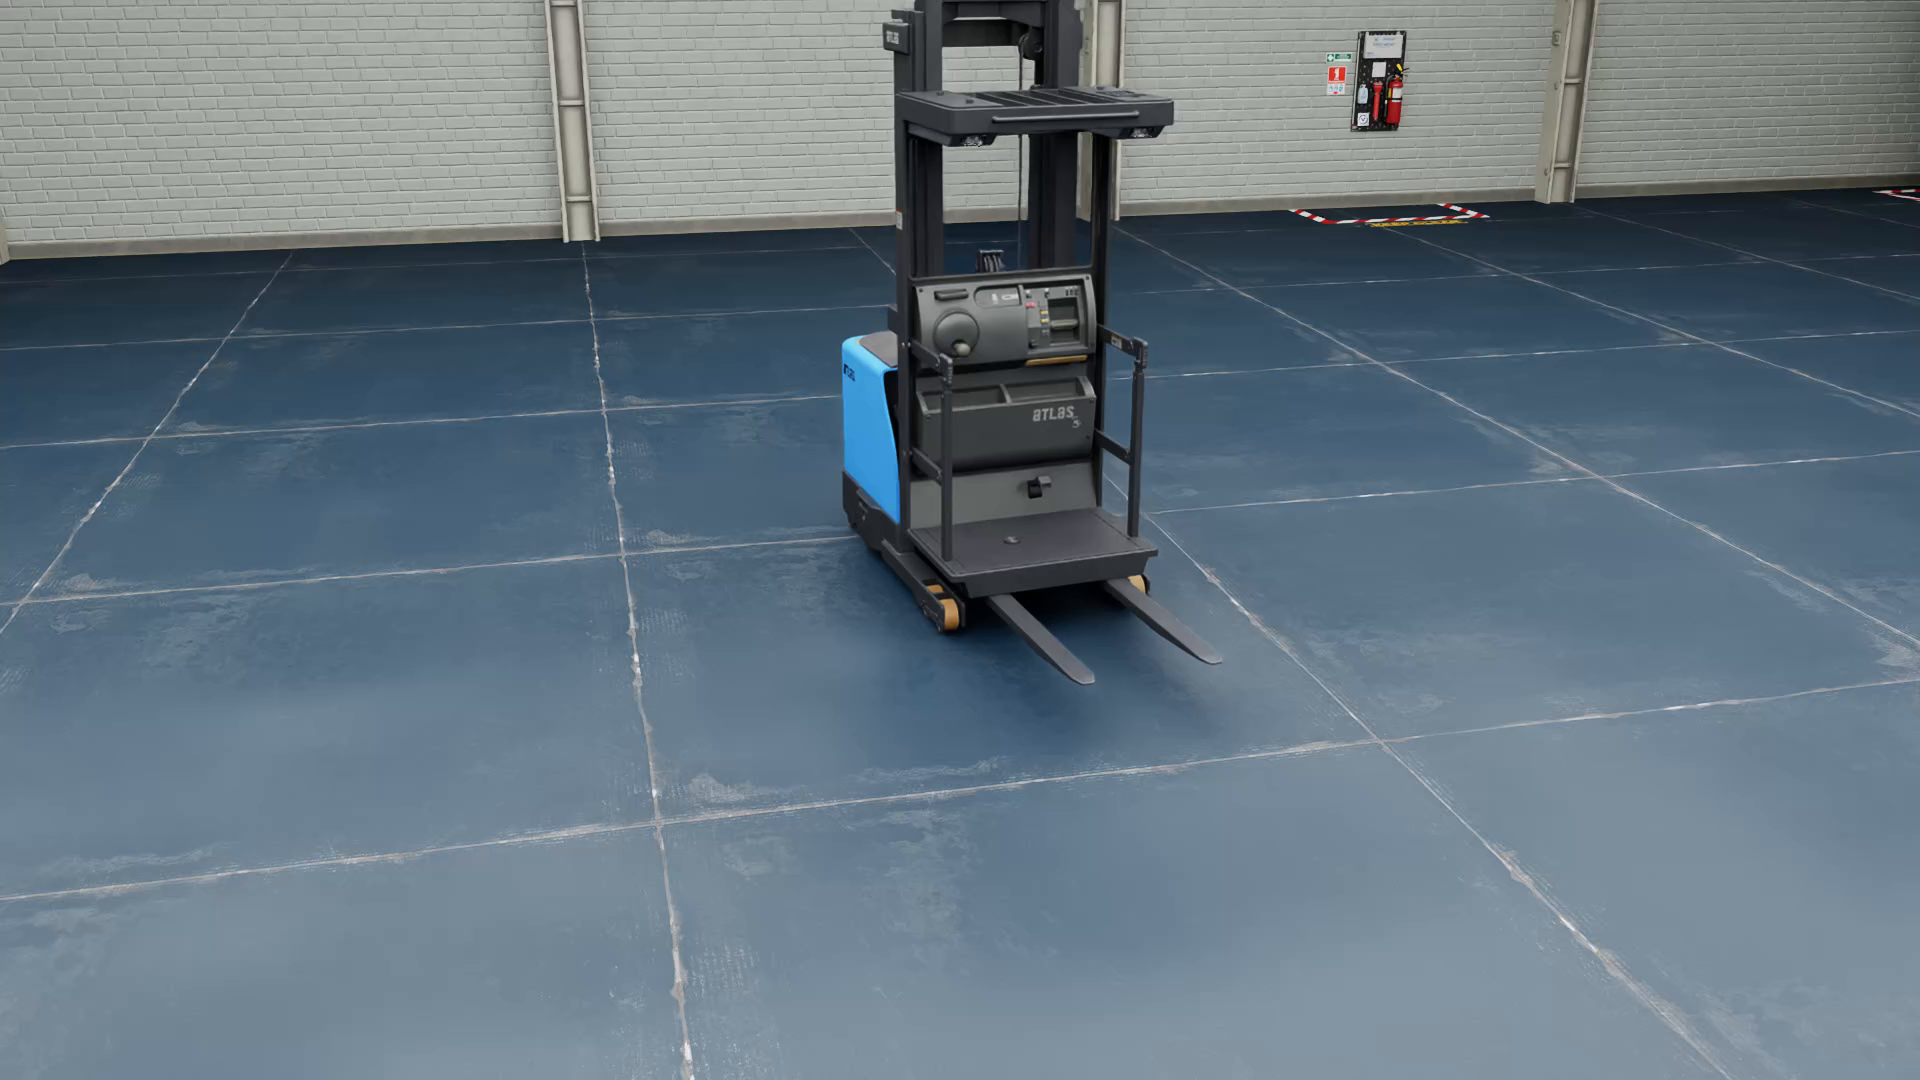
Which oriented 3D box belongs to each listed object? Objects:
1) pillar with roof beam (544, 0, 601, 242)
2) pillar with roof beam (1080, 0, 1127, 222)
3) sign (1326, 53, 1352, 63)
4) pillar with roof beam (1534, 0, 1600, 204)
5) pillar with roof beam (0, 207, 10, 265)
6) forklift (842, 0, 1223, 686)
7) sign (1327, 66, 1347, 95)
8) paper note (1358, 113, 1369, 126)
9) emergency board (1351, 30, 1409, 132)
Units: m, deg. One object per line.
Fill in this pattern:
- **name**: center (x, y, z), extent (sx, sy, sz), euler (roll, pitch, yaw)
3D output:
- **pillar with roof beam**: center (-3.195, -6.113, 12.918), extent (0.400, 9.000, 9.100), euler (-5, 21, -12)
- **pillar with roof beam**: center (2.644, -6.587, 14.215), extent (0.400, 9.000, 9.100), euler (-5, 21, -12)
- **sign**: center (4.523, -5.757, 19.848), extent (0.331, 0.109, 0.001), euler (-5, 21, -12)
- **pillar with roof beam**: center (8.483, -7.062, 15.511), extent (0.400, 9.000, 9.100), euler (-5, 21, -12)
- **pillar with roof beam**: center (-9.034, -5.638, 11.622), extent (0.400, 9.000, 9.100), euler (-5, 21, -12)
- **forklift**: center (0.309, -1.086, 8.019), extent (1.130, 2.935, 3.031), euler (-7, 21, -19)
- **sign**: center (4.517, -5.511, 19.947), extent (0.234, 0.329, 0.001), euler (-5, 21, -12)
- **paper note**: center (4.891, -5.099, 20.154), extent (0.142, 0.148, 0.016), euler (-5, 21, -12)
- **emergency board**: center (5.079, -5.504, 19.978), extent (0.643, 1.169, 0.194), euler (-5, 21, -12)
